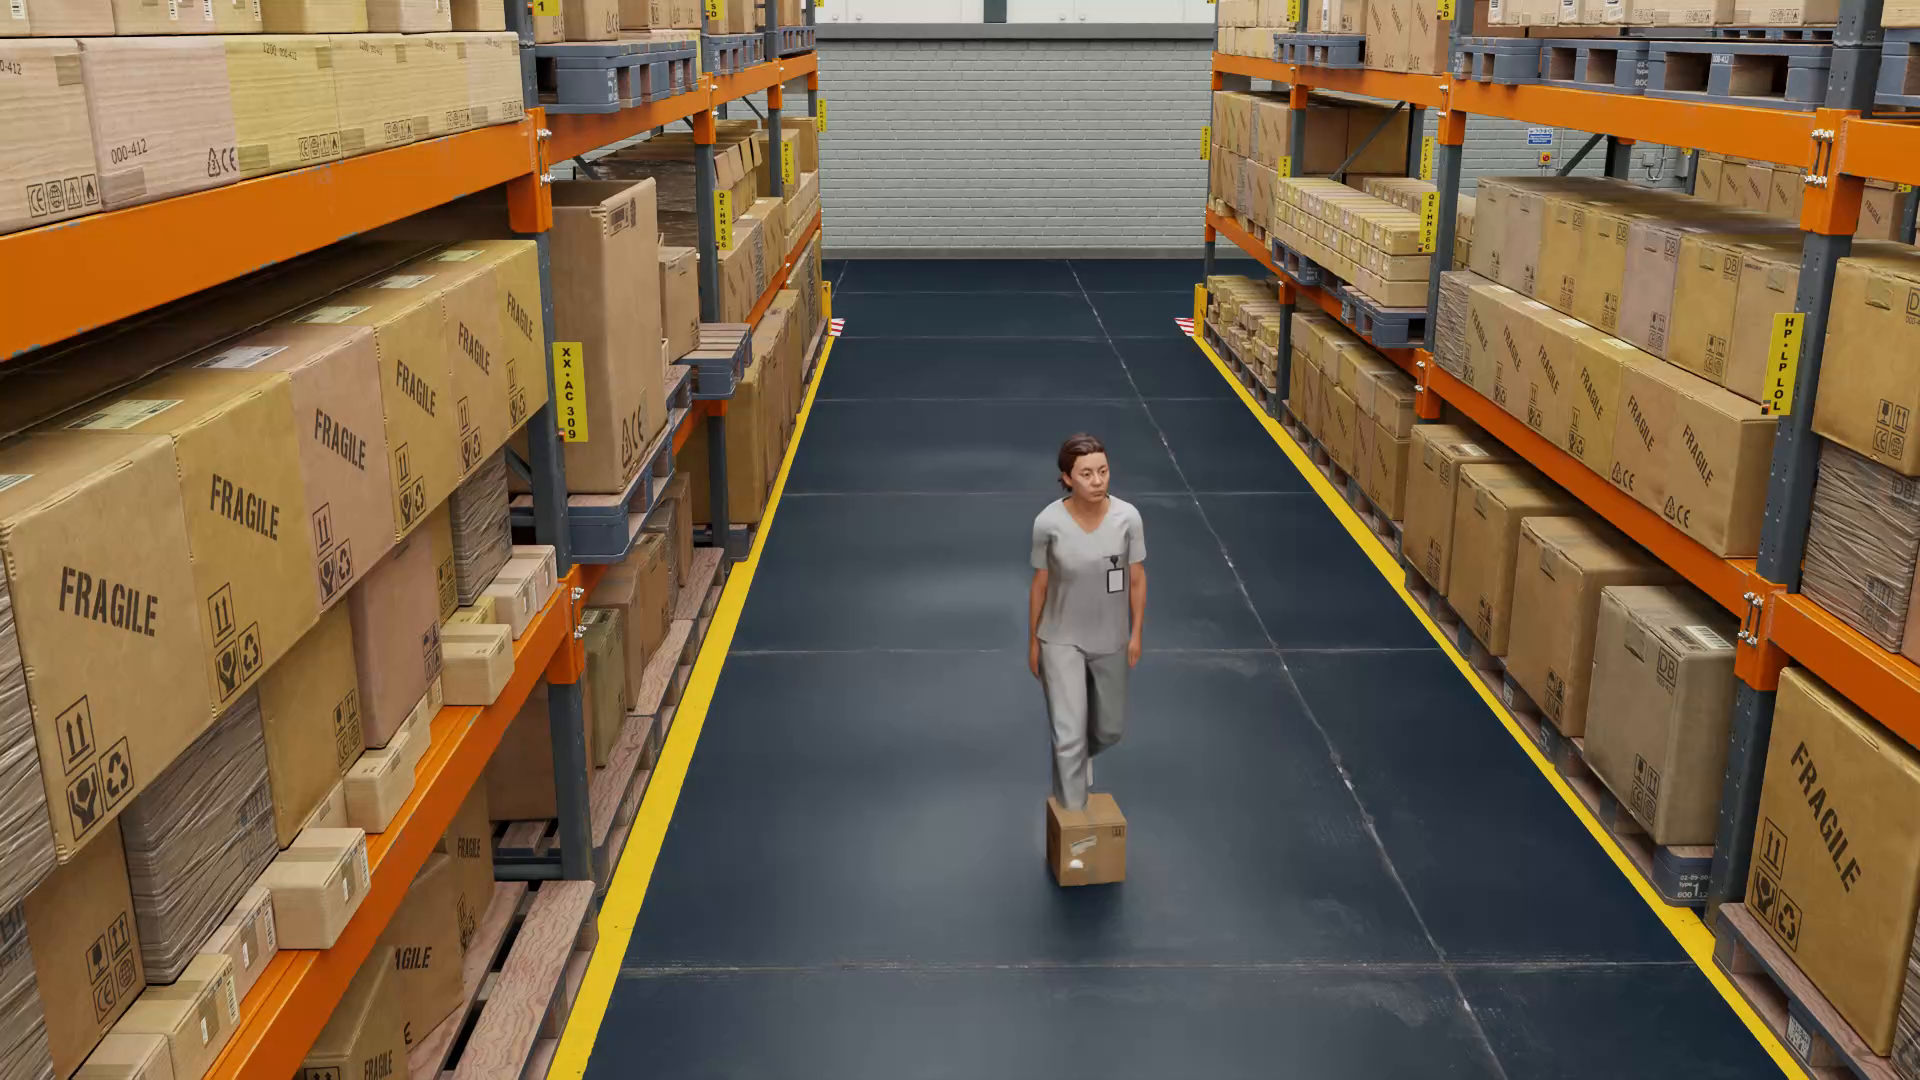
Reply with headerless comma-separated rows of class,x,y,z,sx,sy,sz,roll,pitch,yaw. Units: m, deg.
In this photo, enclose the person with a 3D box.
person,0.479,0.366,6.392,0.449,1.633,0.919,-2,17,-6
